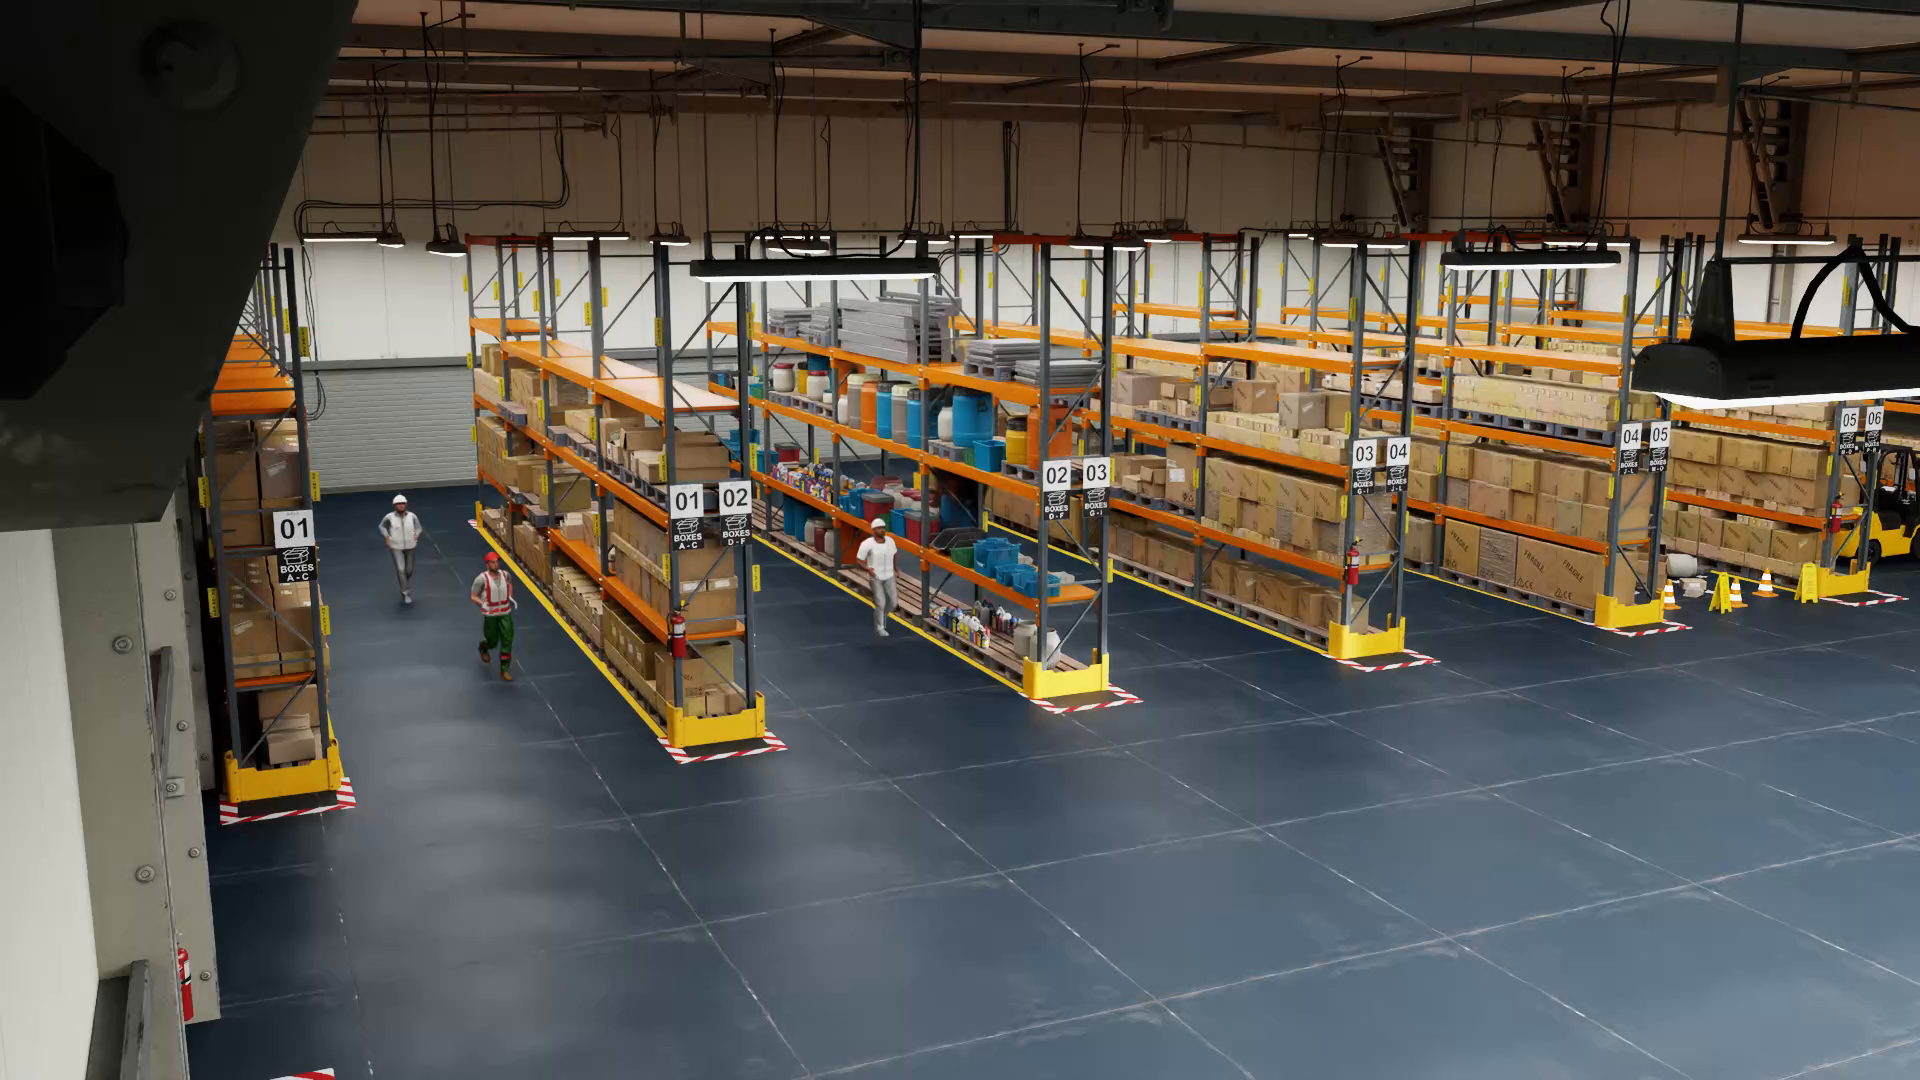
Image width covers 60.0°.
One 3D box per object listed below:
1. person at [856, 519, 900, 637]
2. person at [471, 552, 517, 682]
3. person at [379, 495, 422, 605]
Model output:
[{"bbox_3d":[-1.152,0.549,24.247,0.696,1.735,0.547,-6,13,-30],"label":"person"},{"bbox_3d":[-6.476,1.036,23.181,0.656,1.782,0.899,-8,14,-37],"label":"person"},{"bbox_3d":[-9.334,0.127,27.845,0.663,1.779,0.940,-6,13,-29],"label":"person"}]
